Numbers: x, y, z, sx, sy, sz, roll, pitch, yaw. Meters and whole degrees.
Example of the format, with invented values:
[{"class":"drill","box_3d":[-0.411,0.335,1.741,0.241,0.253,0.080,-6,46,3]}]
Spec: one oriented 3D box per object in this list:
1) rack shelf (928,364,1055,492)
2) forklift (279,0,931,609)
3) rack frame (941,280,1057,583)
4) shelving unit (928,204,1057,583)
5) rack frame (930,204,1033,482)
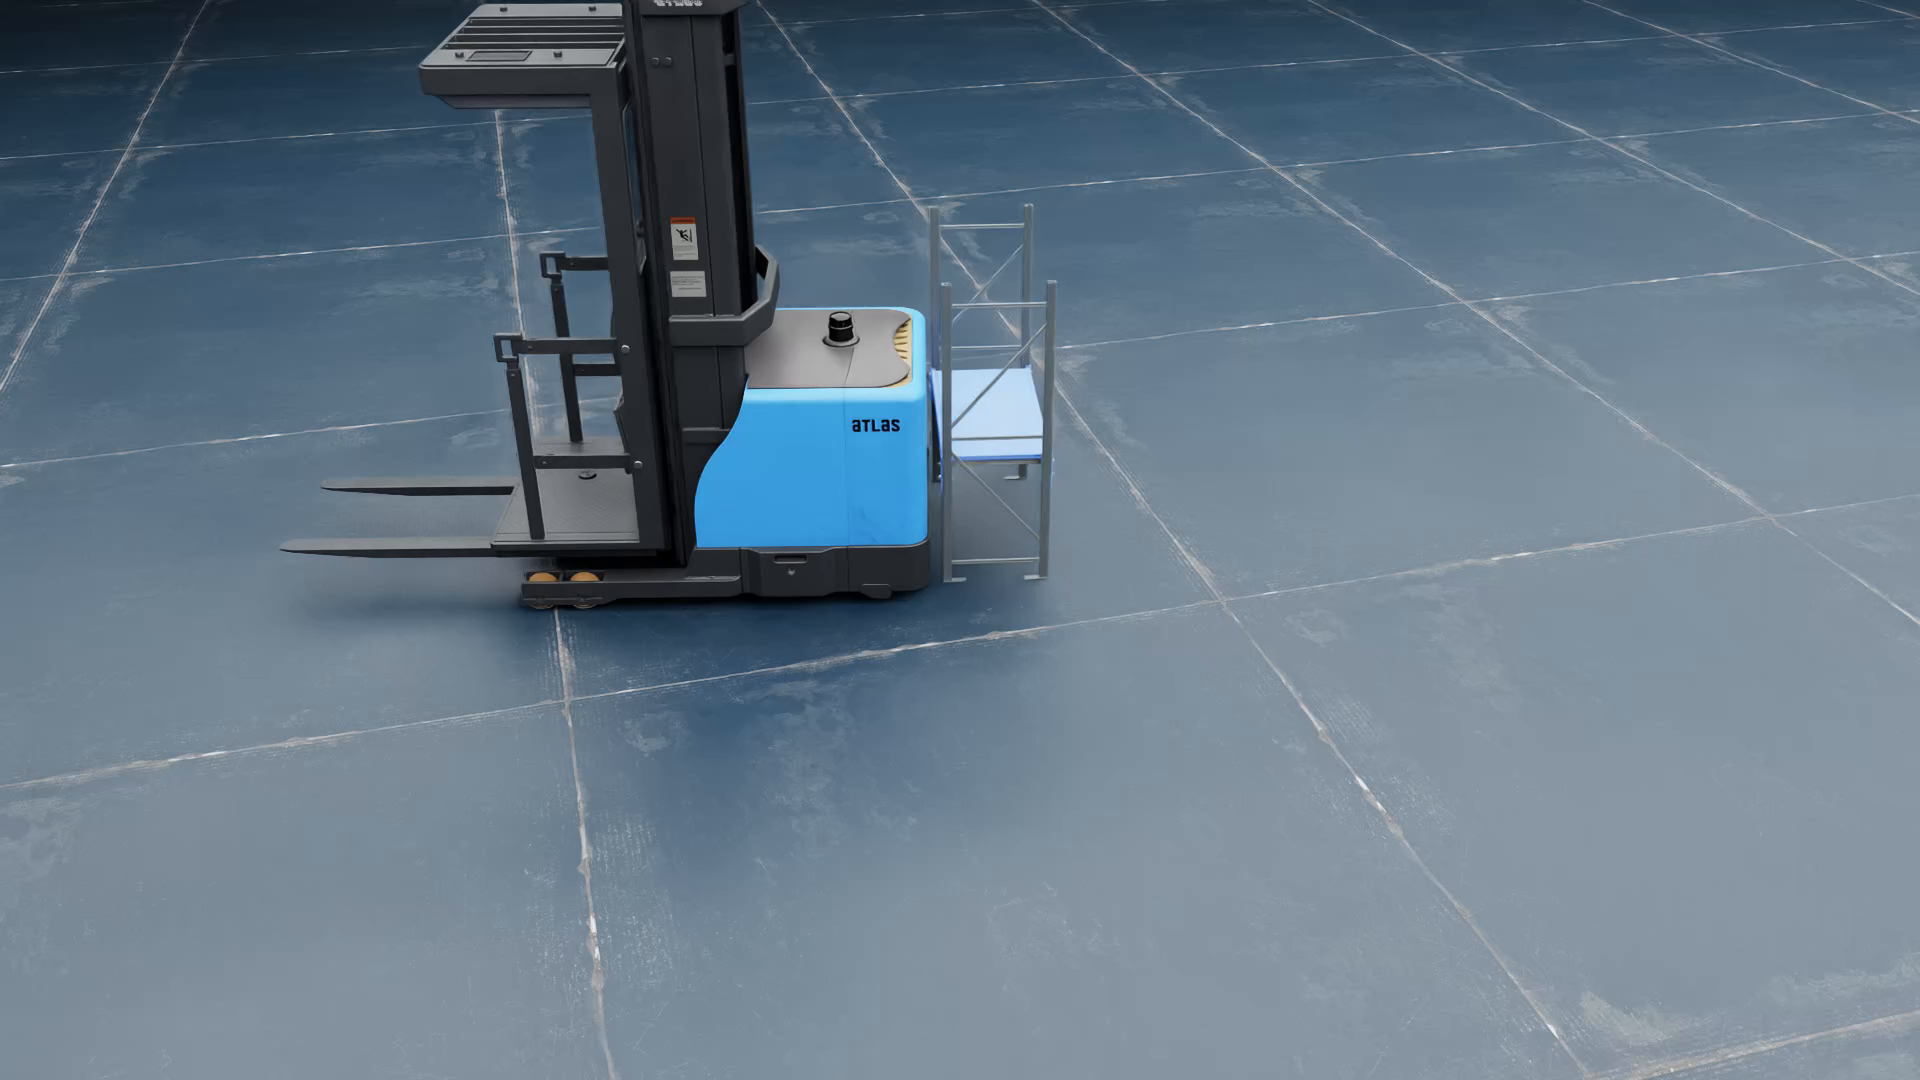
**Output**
[{"class":"rack shelf","box_3d":[0.136,-0.559,8.077,0.538,0.185,1.000,-2,30,-3]},{"class":"forklift","box_3d":[-1.661,-1.217,7.426,3.031,2.935,1.130,-1,30,-1]},{"class":"rack frame","box_3d":[0.169,-0.460,7.548,0.500,1.500,0.032,-2,30,-3]},{"class":"shelving unit","box_3d":[0.136,-0.714,7.987,0.538,1.500,1.048,-2,30,-3]},{"class":"rack frame","box_3d":[0.104,-0.969,8.426,0.500,1.500,0.032,-2,30,-3]}]
